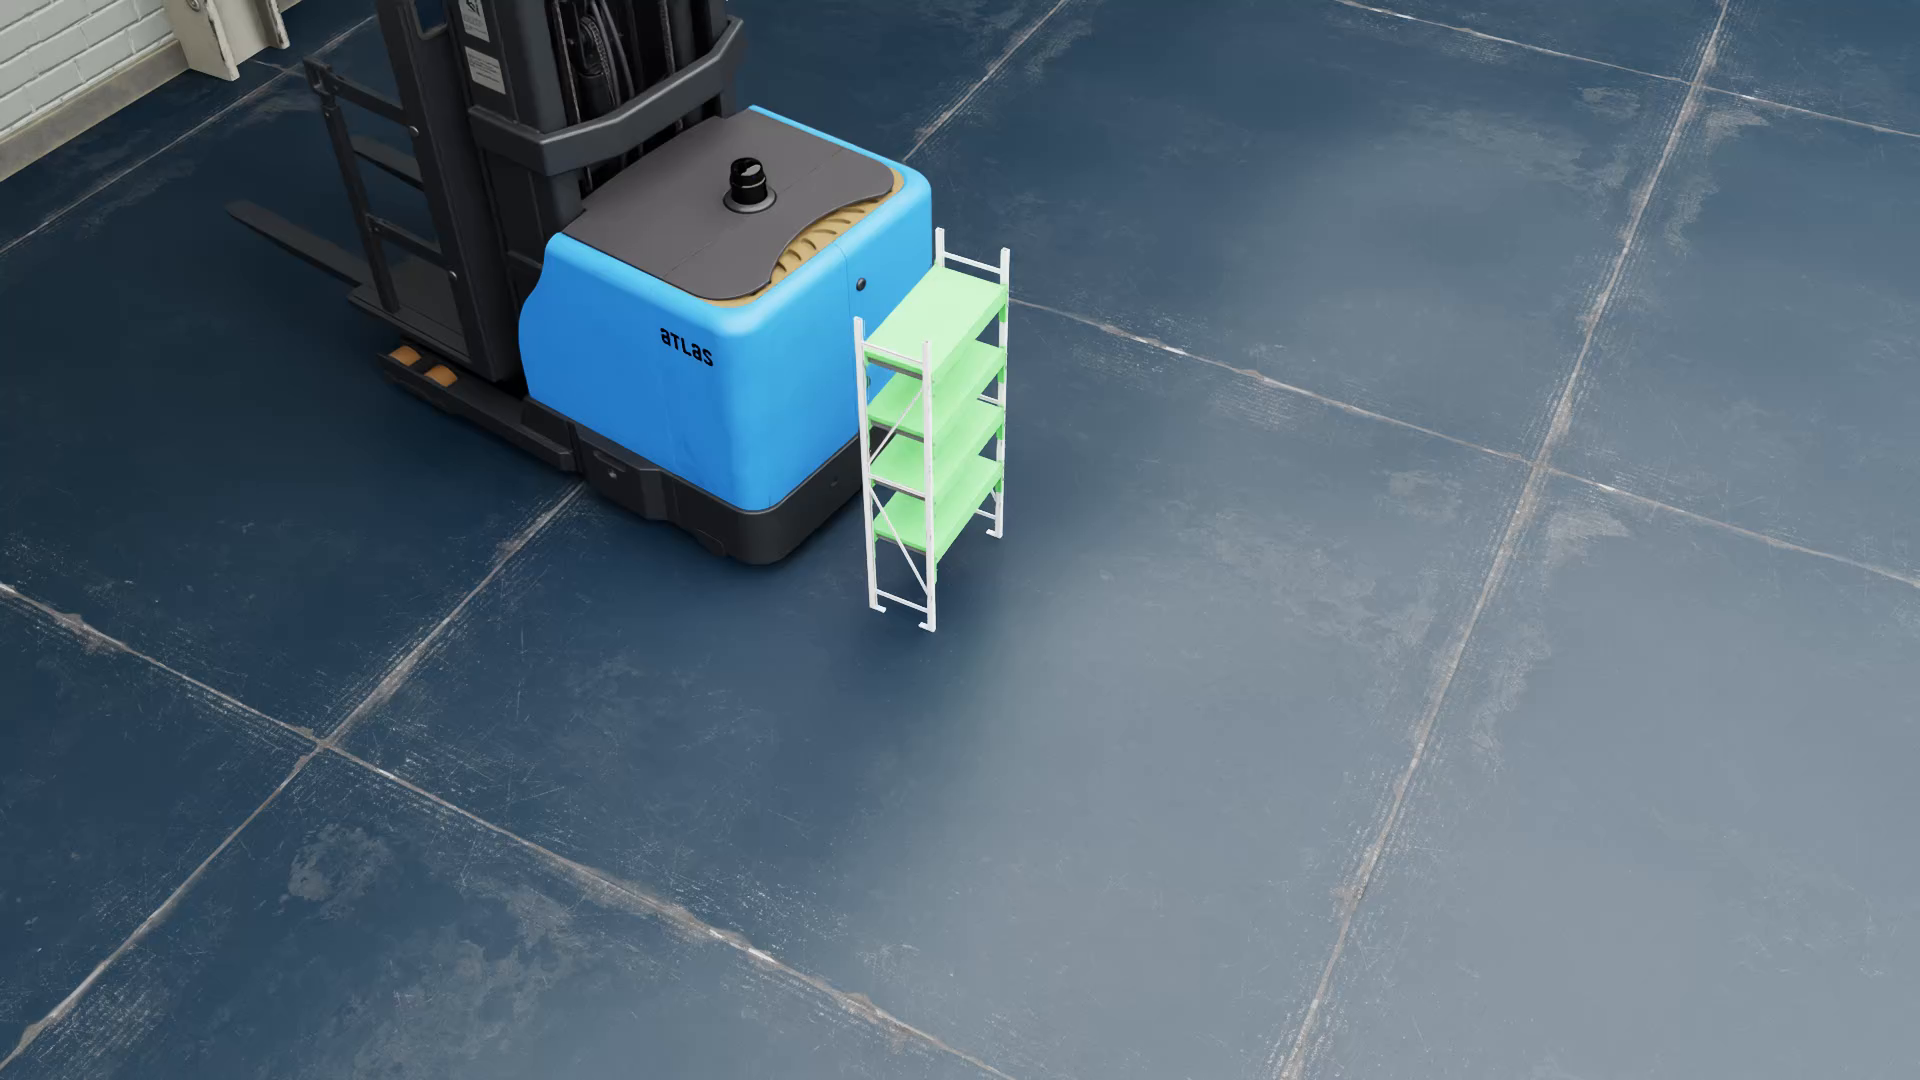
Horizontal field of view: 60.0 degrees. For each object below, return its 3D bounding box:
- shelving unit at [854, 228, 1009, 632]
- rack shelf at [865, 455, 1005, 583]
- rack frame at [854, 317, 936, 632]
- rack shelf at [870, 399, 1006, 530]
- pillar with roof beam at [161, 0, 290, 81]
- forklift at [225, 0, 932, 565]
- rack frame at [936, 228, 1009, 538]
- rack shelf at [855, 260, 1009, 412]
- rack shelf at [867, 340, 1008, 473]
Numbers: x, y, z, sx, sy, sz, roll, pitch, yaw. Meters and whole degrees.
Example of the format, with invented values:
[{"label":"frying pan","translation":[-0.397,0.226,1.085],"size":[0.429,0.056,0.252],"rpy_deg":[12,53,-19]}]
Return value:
[{"label":"shelving unit","translation":[-0.077,-0.317,5.220],"size":[0.258,1.200,0.503],"rpy_deg":[20,49,19]},{"label":"rack shelf","translation":[-0.077,-0.104,5.436],"size":[0.258,0.148,0.480],"rpy_deg":[20,49,19]},{"label":"rack frame","translation":[-0.190,-0.164,5.068],"size":[0.240,1.200,0.015],"rpy_deg":[20,49,19]},{"label":"rack shelf","translation":[-0.077,-0.273,5.266],"size":[0.258,0.148,0.480],"rpy_deg":[20,49,19]},{"label":"pillar with roof beam","translation":[0.307,-4.097,3.473],"size":[9.100,9.000,0.400],"rpy_deg":[20,49,19]},{"label":"forklift","translation":[-1.572,-1.796,5.464],"size":[3.031,2.935,1.130],"rpy_deg":[27,51,24]},{"label":"rack frame","translation":[0.036,-0.471,5.372],"size":[0.240,1.200,0.015],"rpy_deg":[20,49,19]},{"label":"rack shelf","translation":[-0.077,-0.610,4.924],"size":[0.258,0.148,0.480],"rpy_deg":[20,49,19]},{"label":"rack shelf","translation":[-0.077,-0.441,5.095],"size":[0.258,0.148,0.480],"rpy_deg":[20,49,19]}]
